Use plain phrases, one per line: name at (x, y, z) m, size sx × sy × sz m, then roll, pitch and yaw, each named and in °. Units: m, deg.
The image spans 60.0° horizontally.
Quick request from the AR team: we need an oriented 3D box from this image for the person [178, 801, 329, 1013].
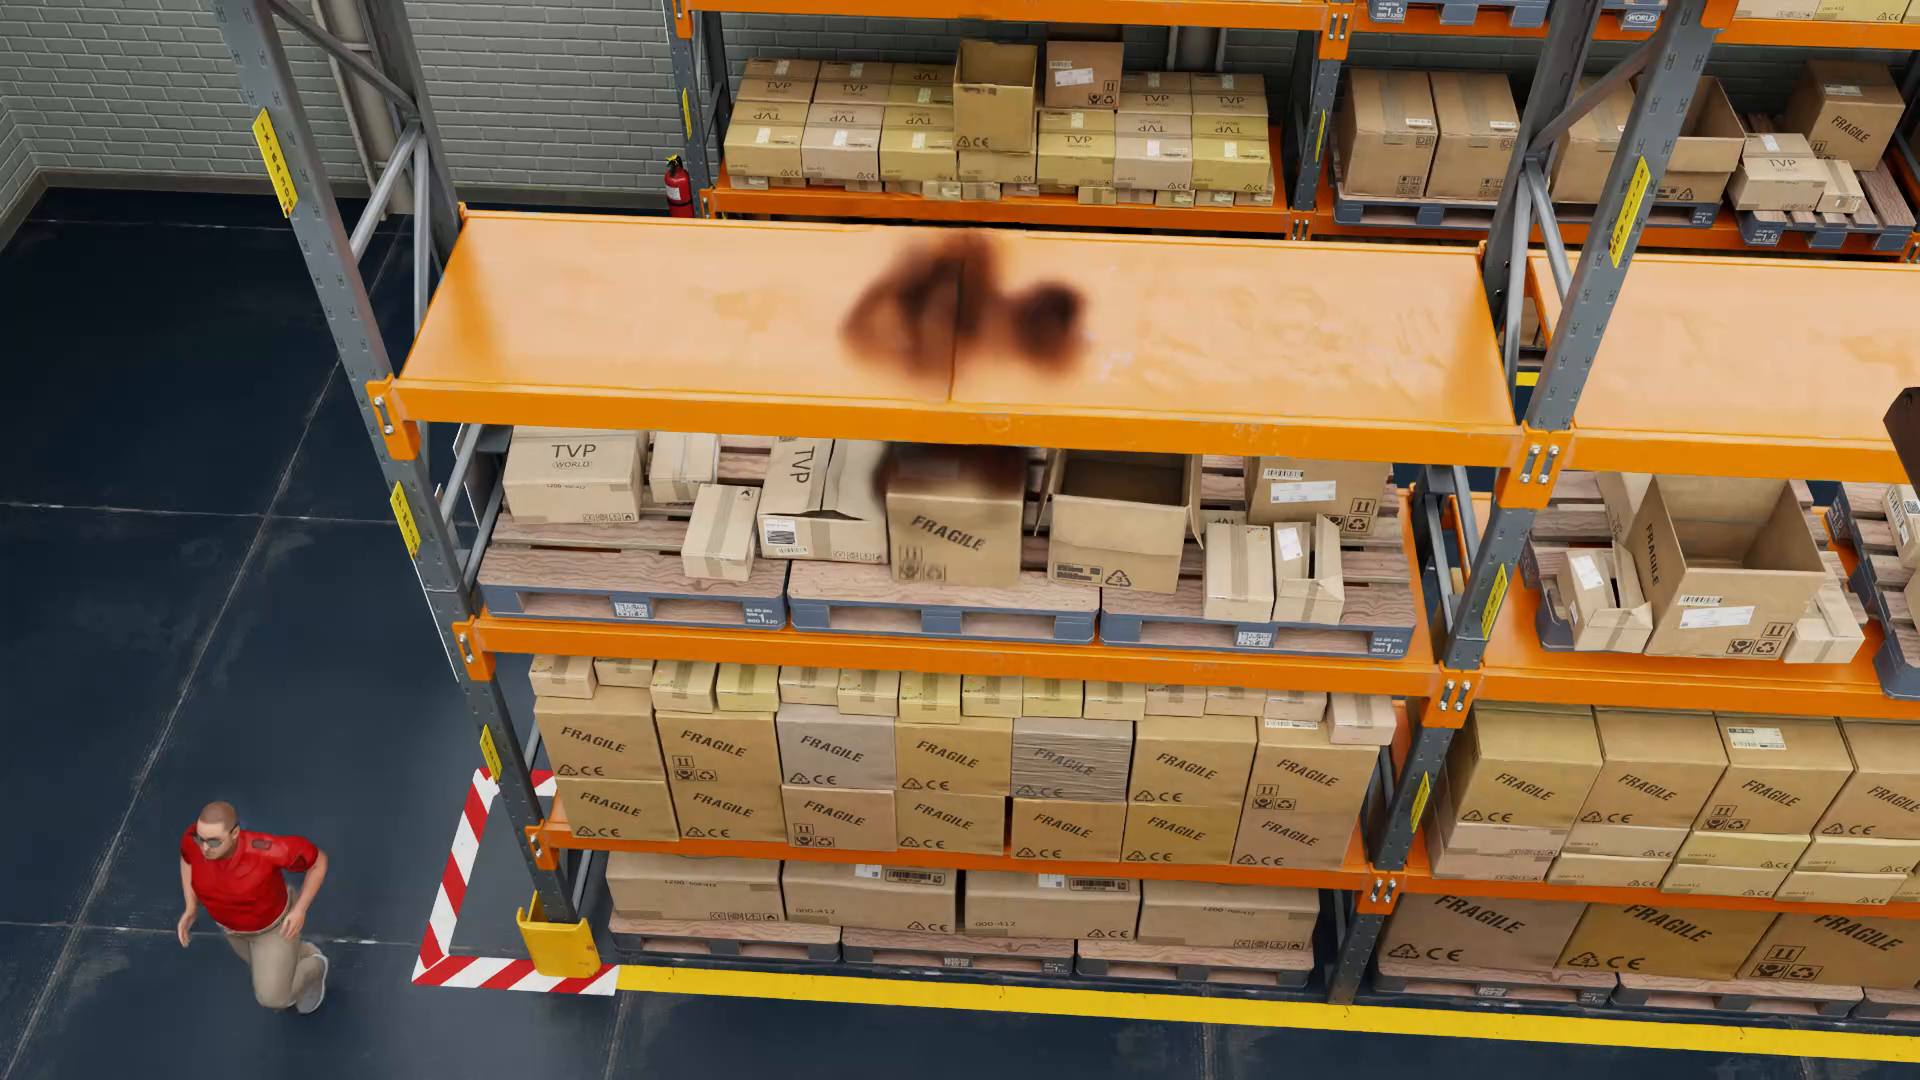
person at (-3.359, 1.833, 7.939) m, size 0.676 × 1.718 × 0.579 m, roll 13°, pitch 49°, yaw 11°
